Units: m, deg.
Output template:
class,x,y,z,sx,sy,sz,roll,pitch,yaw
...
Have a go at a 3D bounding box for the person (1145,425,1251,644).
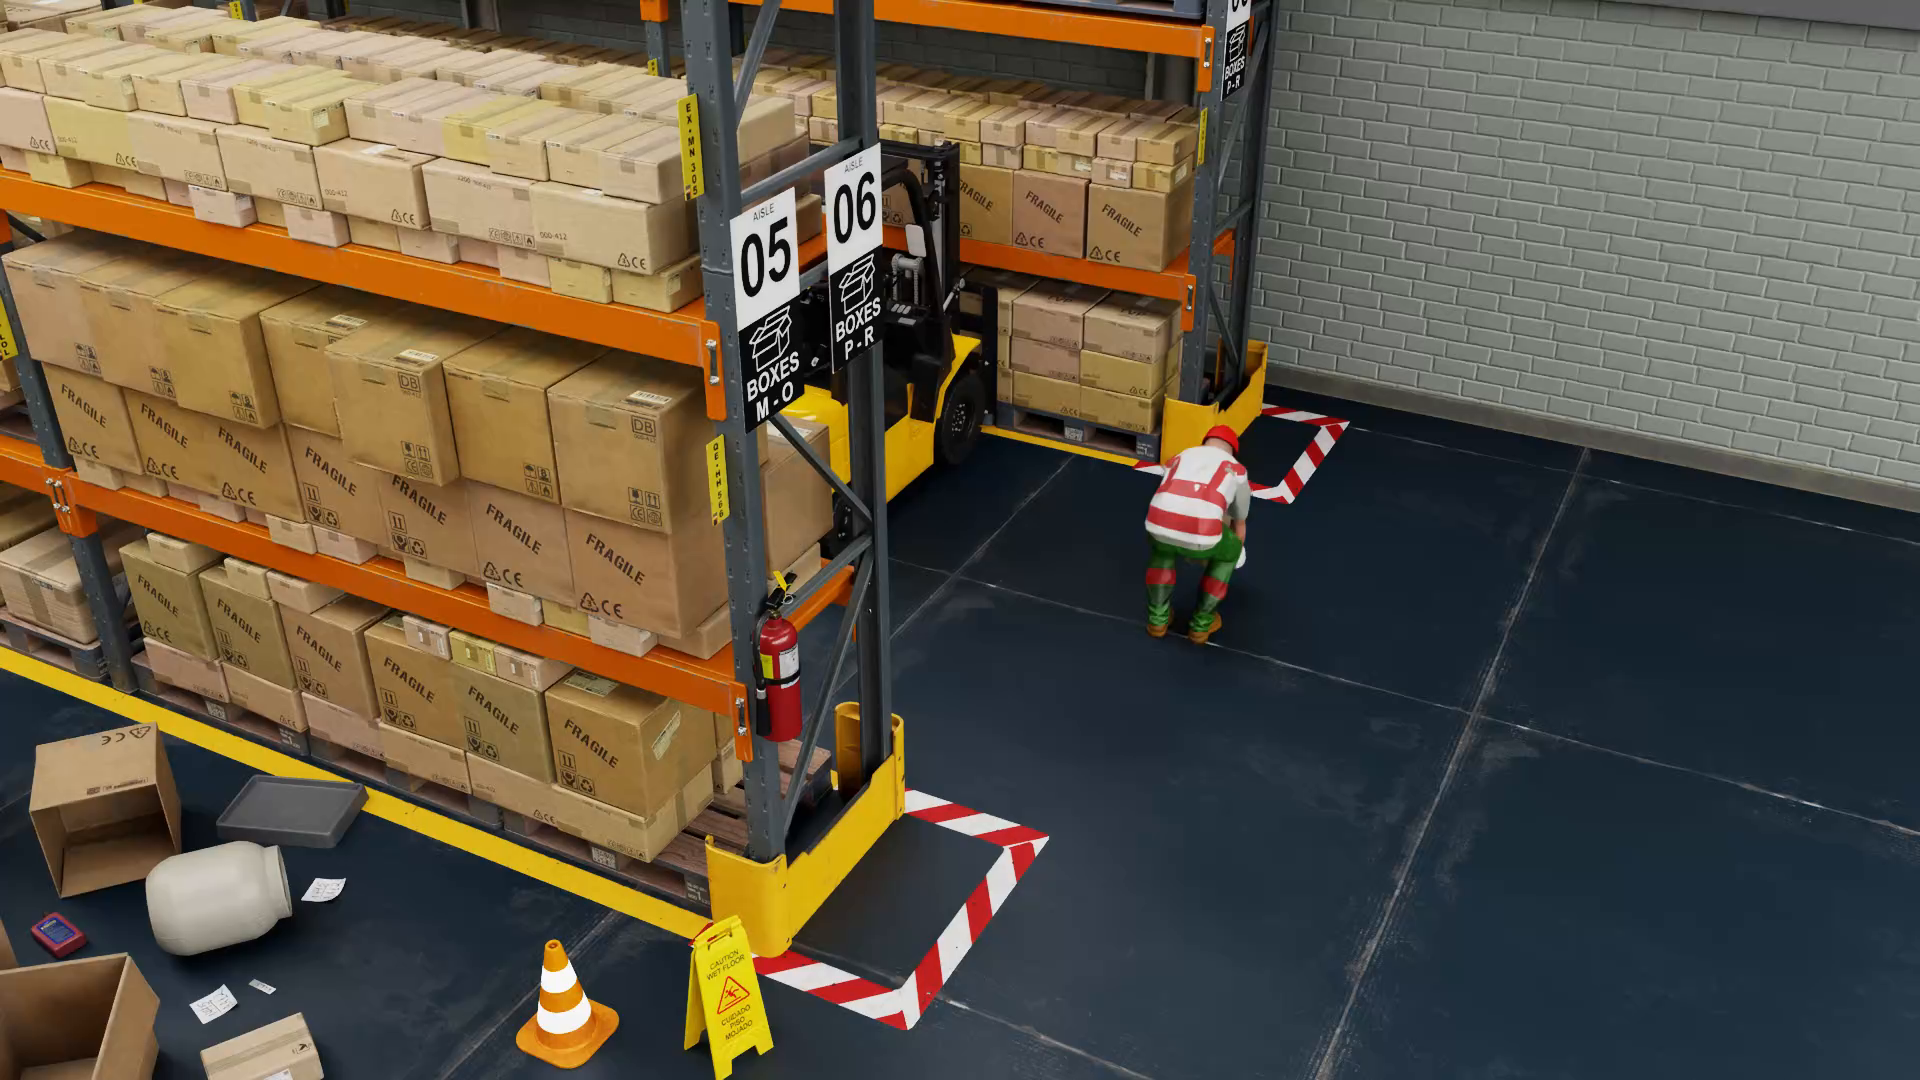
class,x,y,z,sx,sy,sz,roll,pitch,yaw
person,1.294,-0.015,9.075,0.530,1.013,0.958,13,32,21
